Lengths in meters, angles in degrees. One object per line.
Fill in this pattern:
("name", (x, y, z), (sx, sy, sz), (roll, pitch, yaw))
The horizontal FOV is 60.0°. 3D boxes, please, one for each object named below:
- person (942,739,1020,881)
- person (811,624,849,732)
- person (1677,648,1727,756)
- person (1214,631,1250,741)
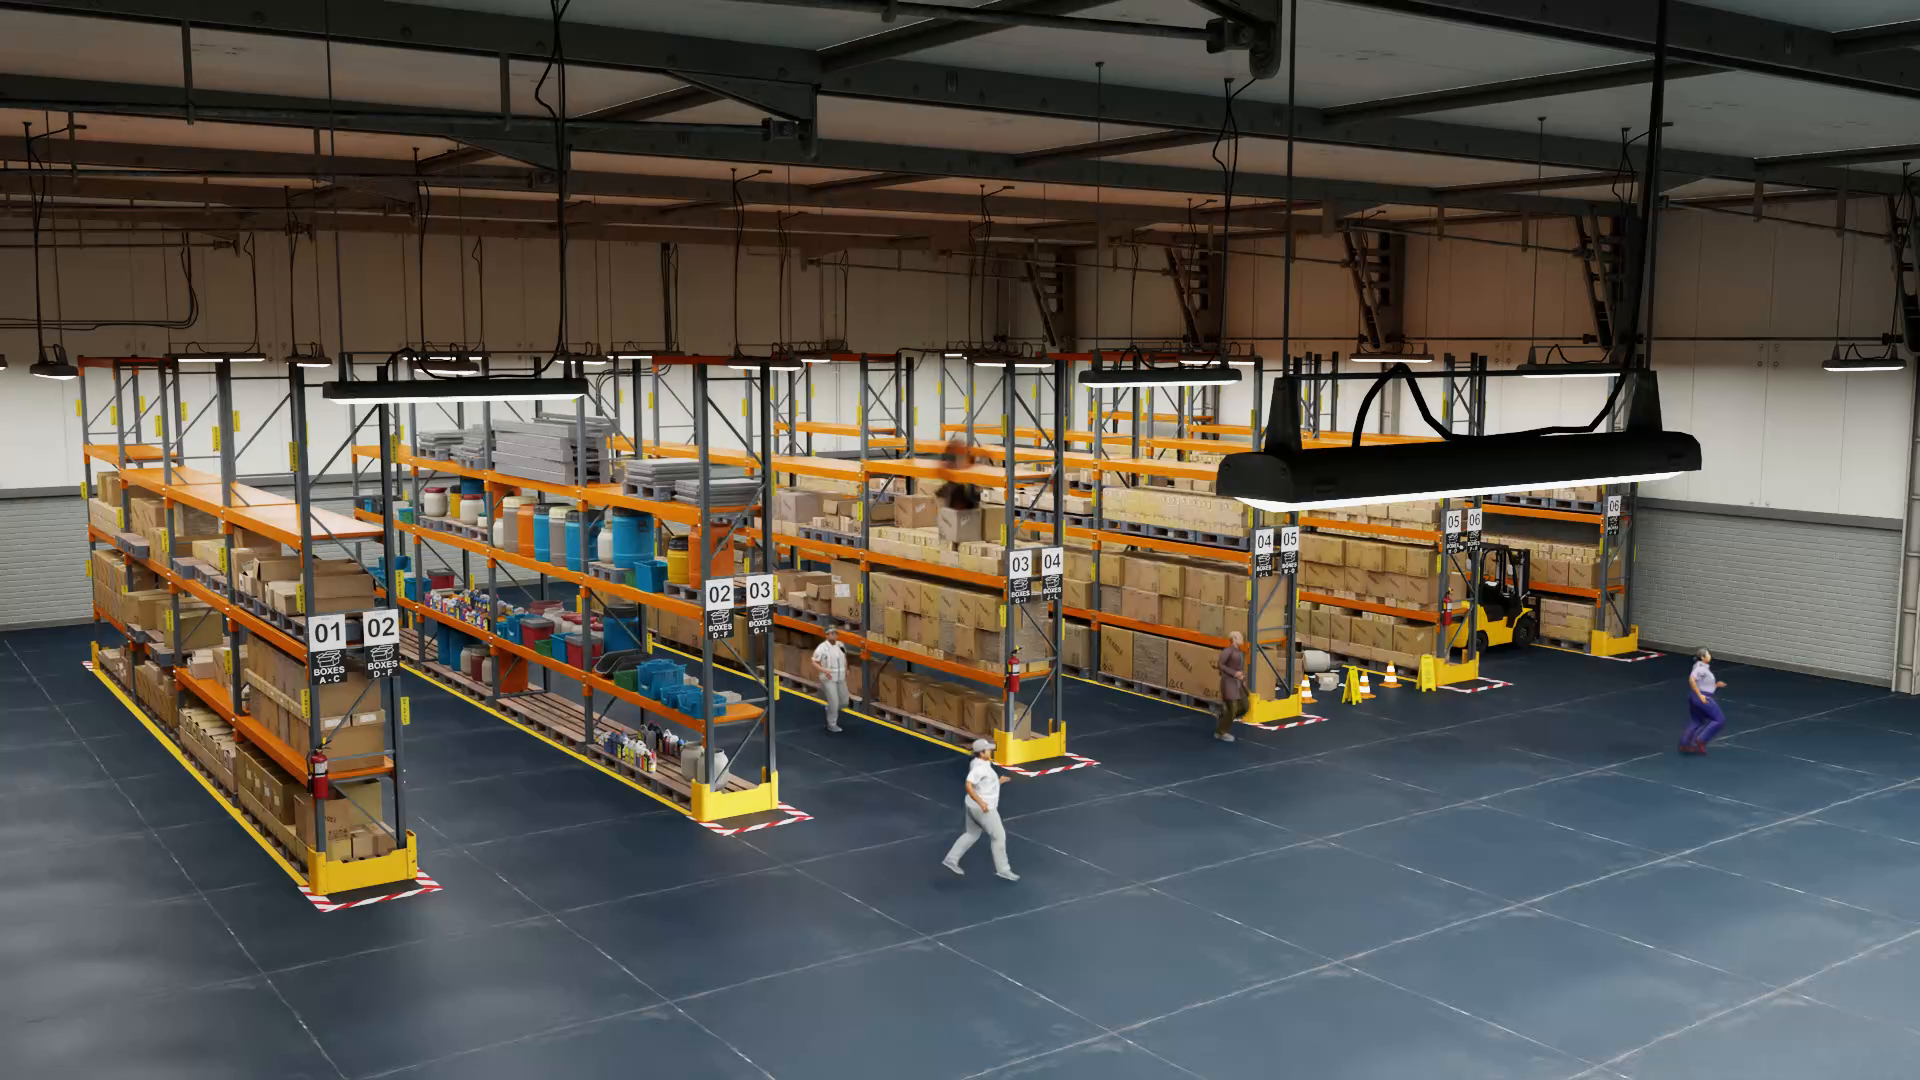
("person", (0.253, 3.148, 19.389), (0.877, 1.689, 0.594), (-2, 7, -14))
("person", (-2.071, 2.214, 26.883), (0.661, 1.730, 0.608), (-5, 9, -38))
("person", (11.329, 2.460, 25.314), (0.639, 1.640, 0.586), (1, 7, 8))
("person", (4.350, 2.295, 26.428), (0.613, 1.703, 0.714), (5, 9, 38))
